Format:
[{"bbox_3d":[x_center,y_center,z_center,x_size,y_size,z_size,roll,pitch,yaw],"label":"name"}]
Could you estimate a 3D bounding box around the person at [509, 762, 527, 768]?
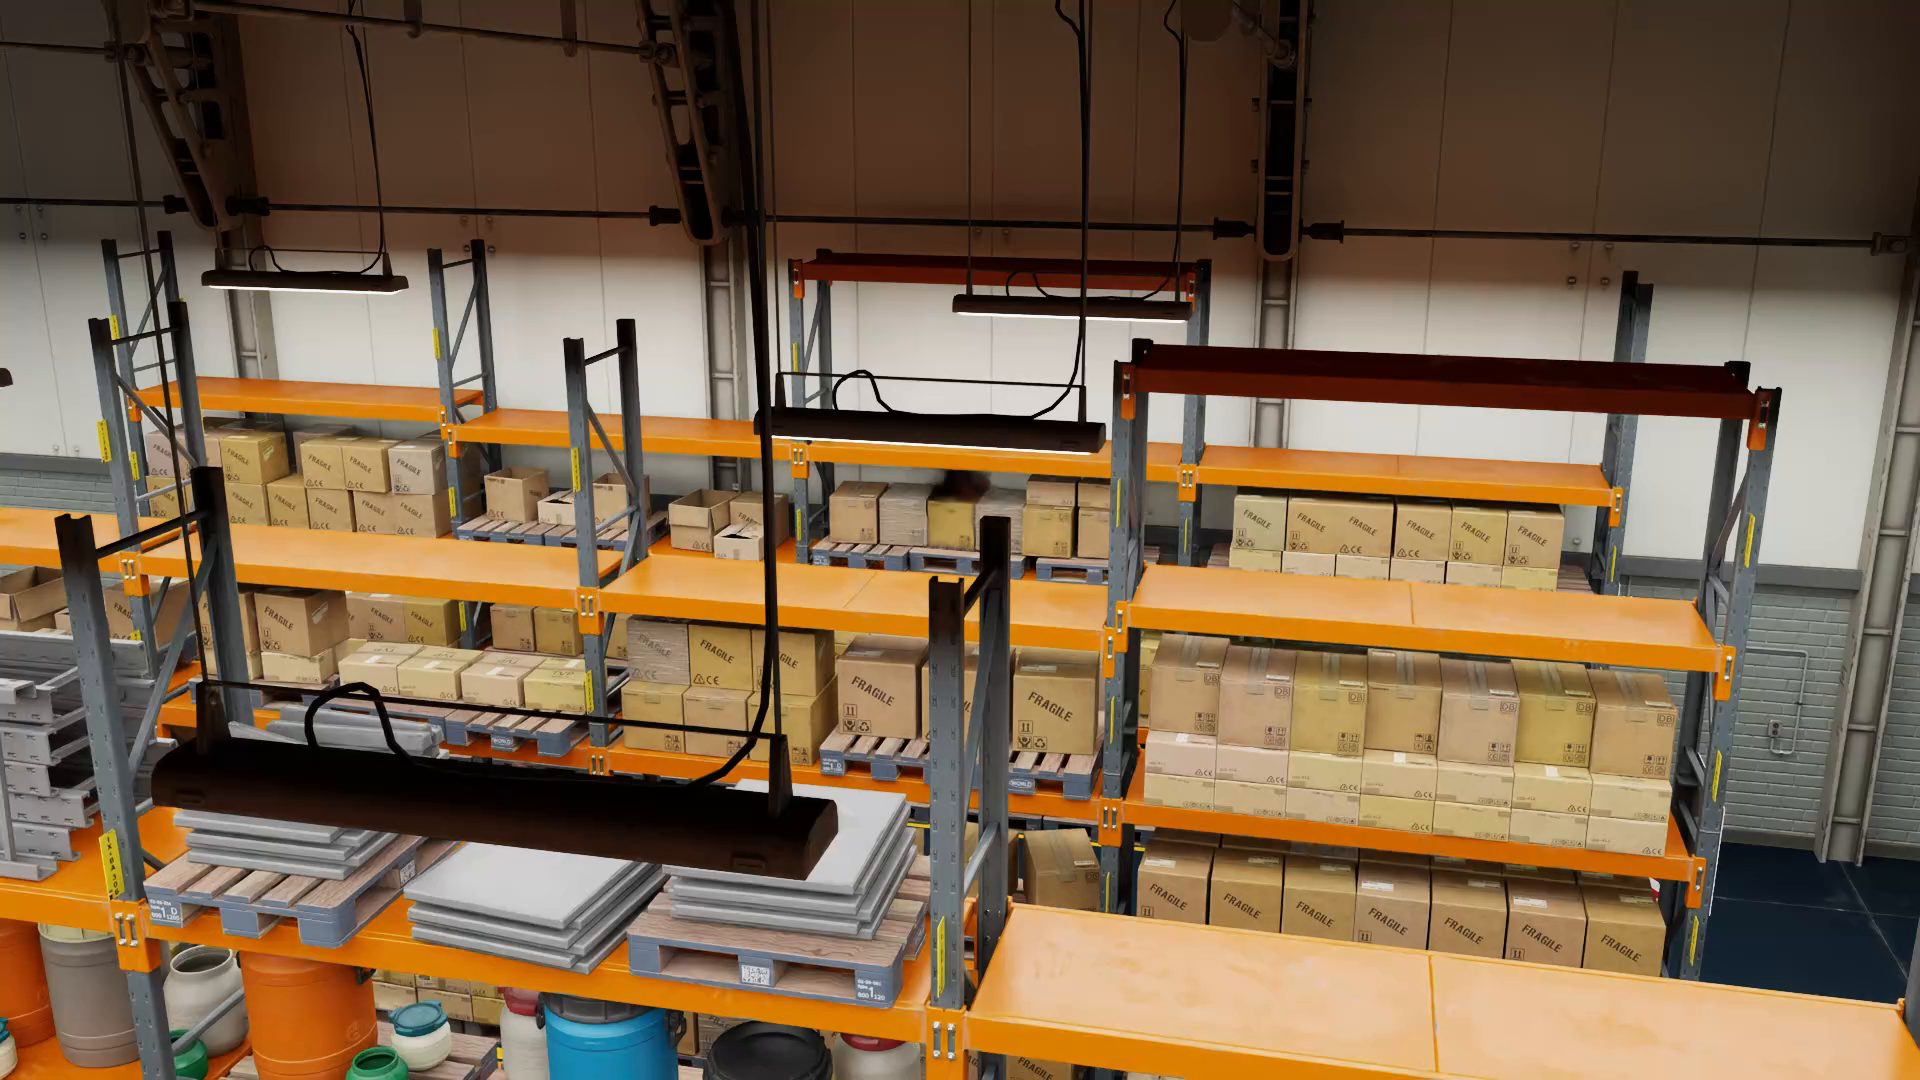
[{"bbox_3d":[-4.122,2.844,15.765,0.468,1.601,0.350,2,16,6],"label":"person"}]
